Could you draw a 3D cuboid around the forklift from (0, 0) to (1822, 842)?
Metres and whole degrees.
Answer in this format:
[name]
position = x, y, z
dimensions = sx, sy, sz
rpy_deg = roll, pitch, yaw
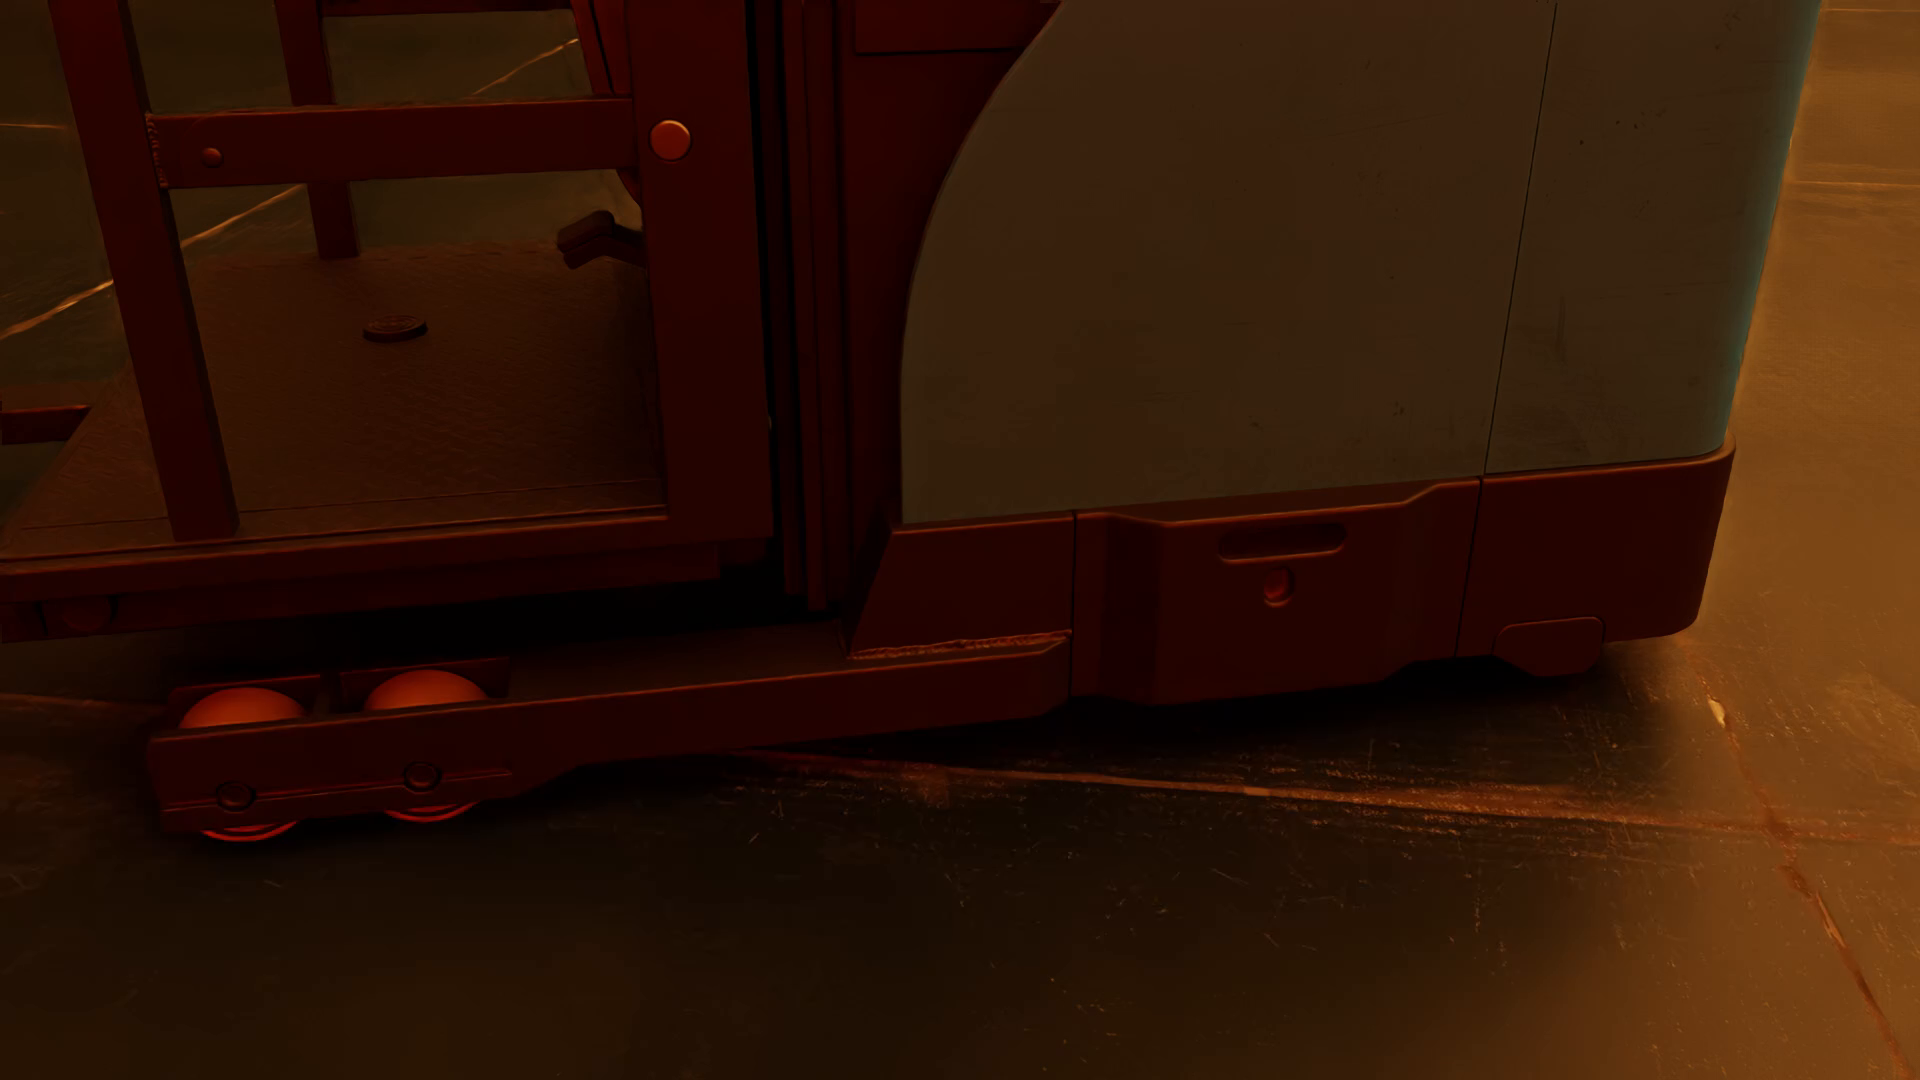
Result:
[forklift]
position = -0.606, -1.236, 1.693
dimensions = 3.031, 2.935, 1.130
rpy_deg = -5, 27, -10
